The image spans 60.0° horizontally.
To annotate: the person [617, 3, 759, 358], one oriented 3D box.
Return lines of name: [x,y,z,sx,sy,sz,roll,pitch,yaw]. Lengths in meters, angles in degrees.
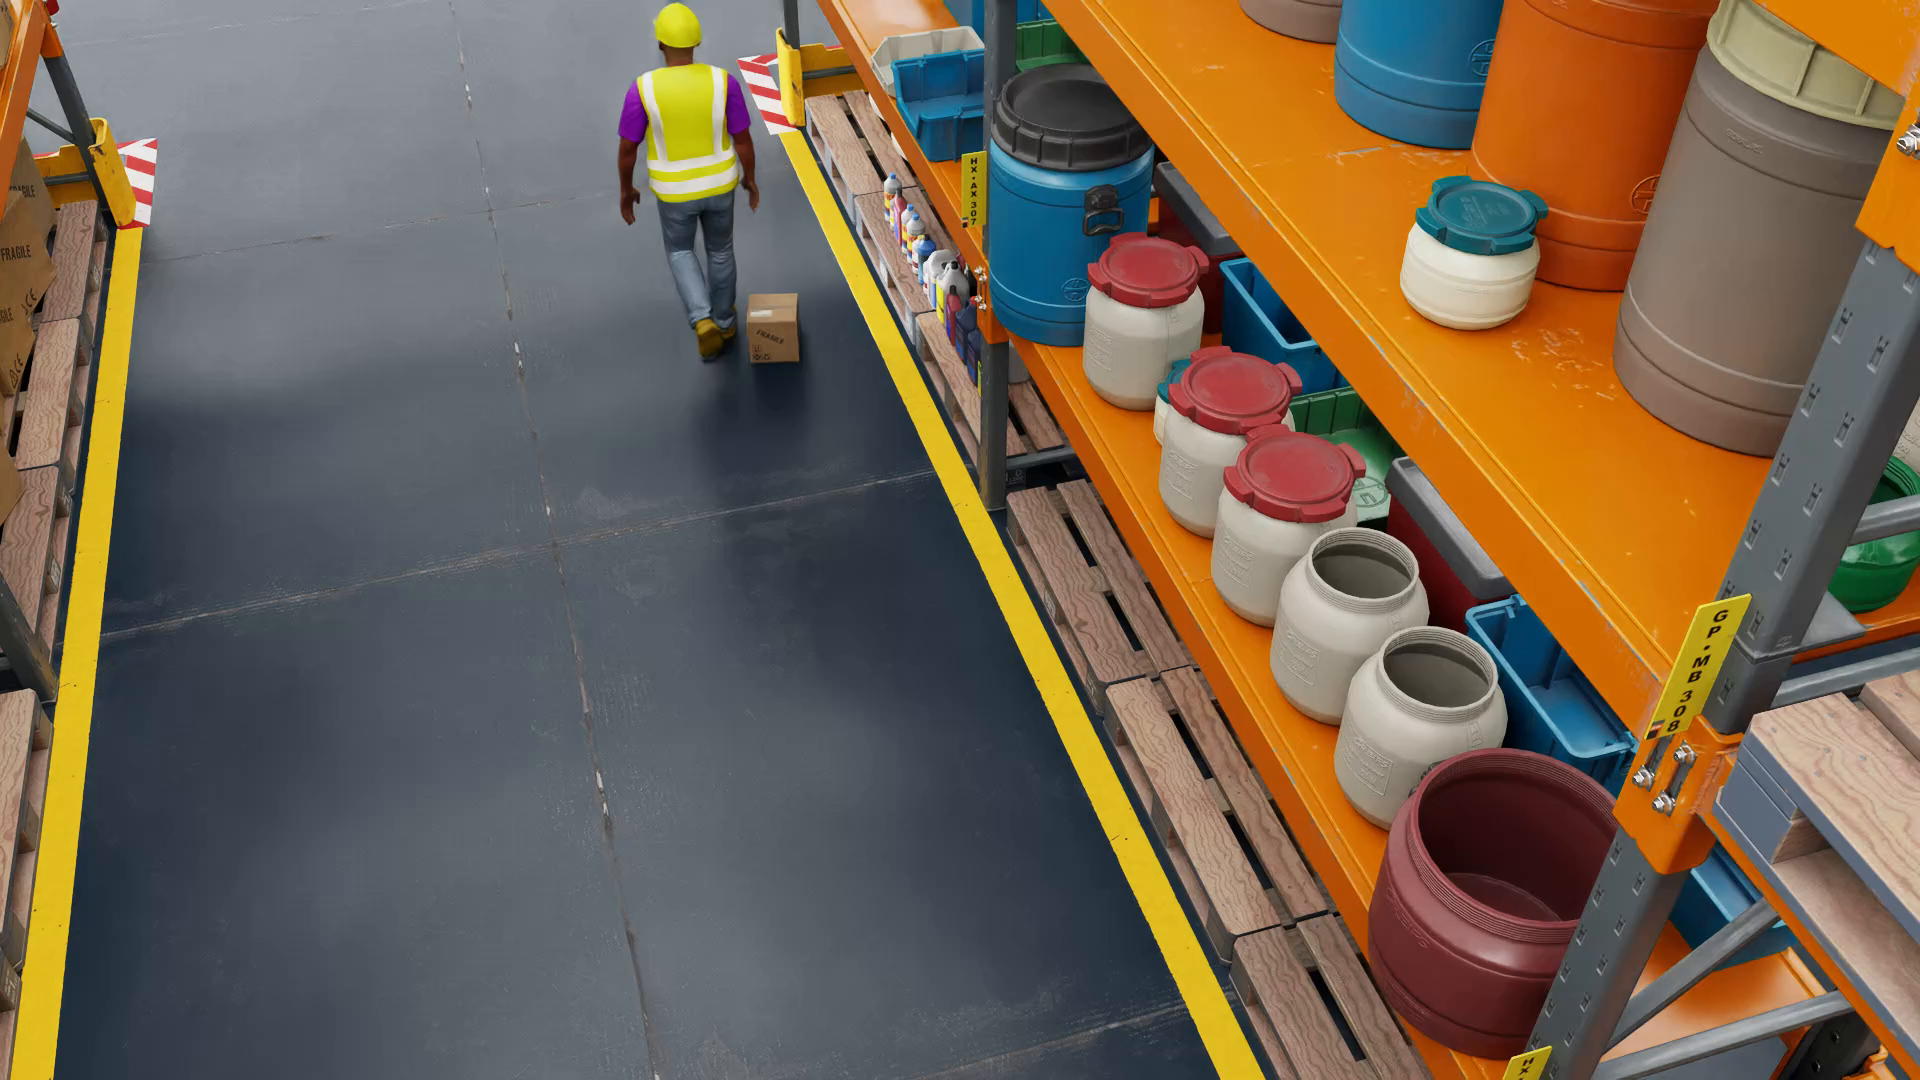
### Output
person: [-1.288,-1.654,7.953,0.673,1.757,0.644,-11,43,-12]
